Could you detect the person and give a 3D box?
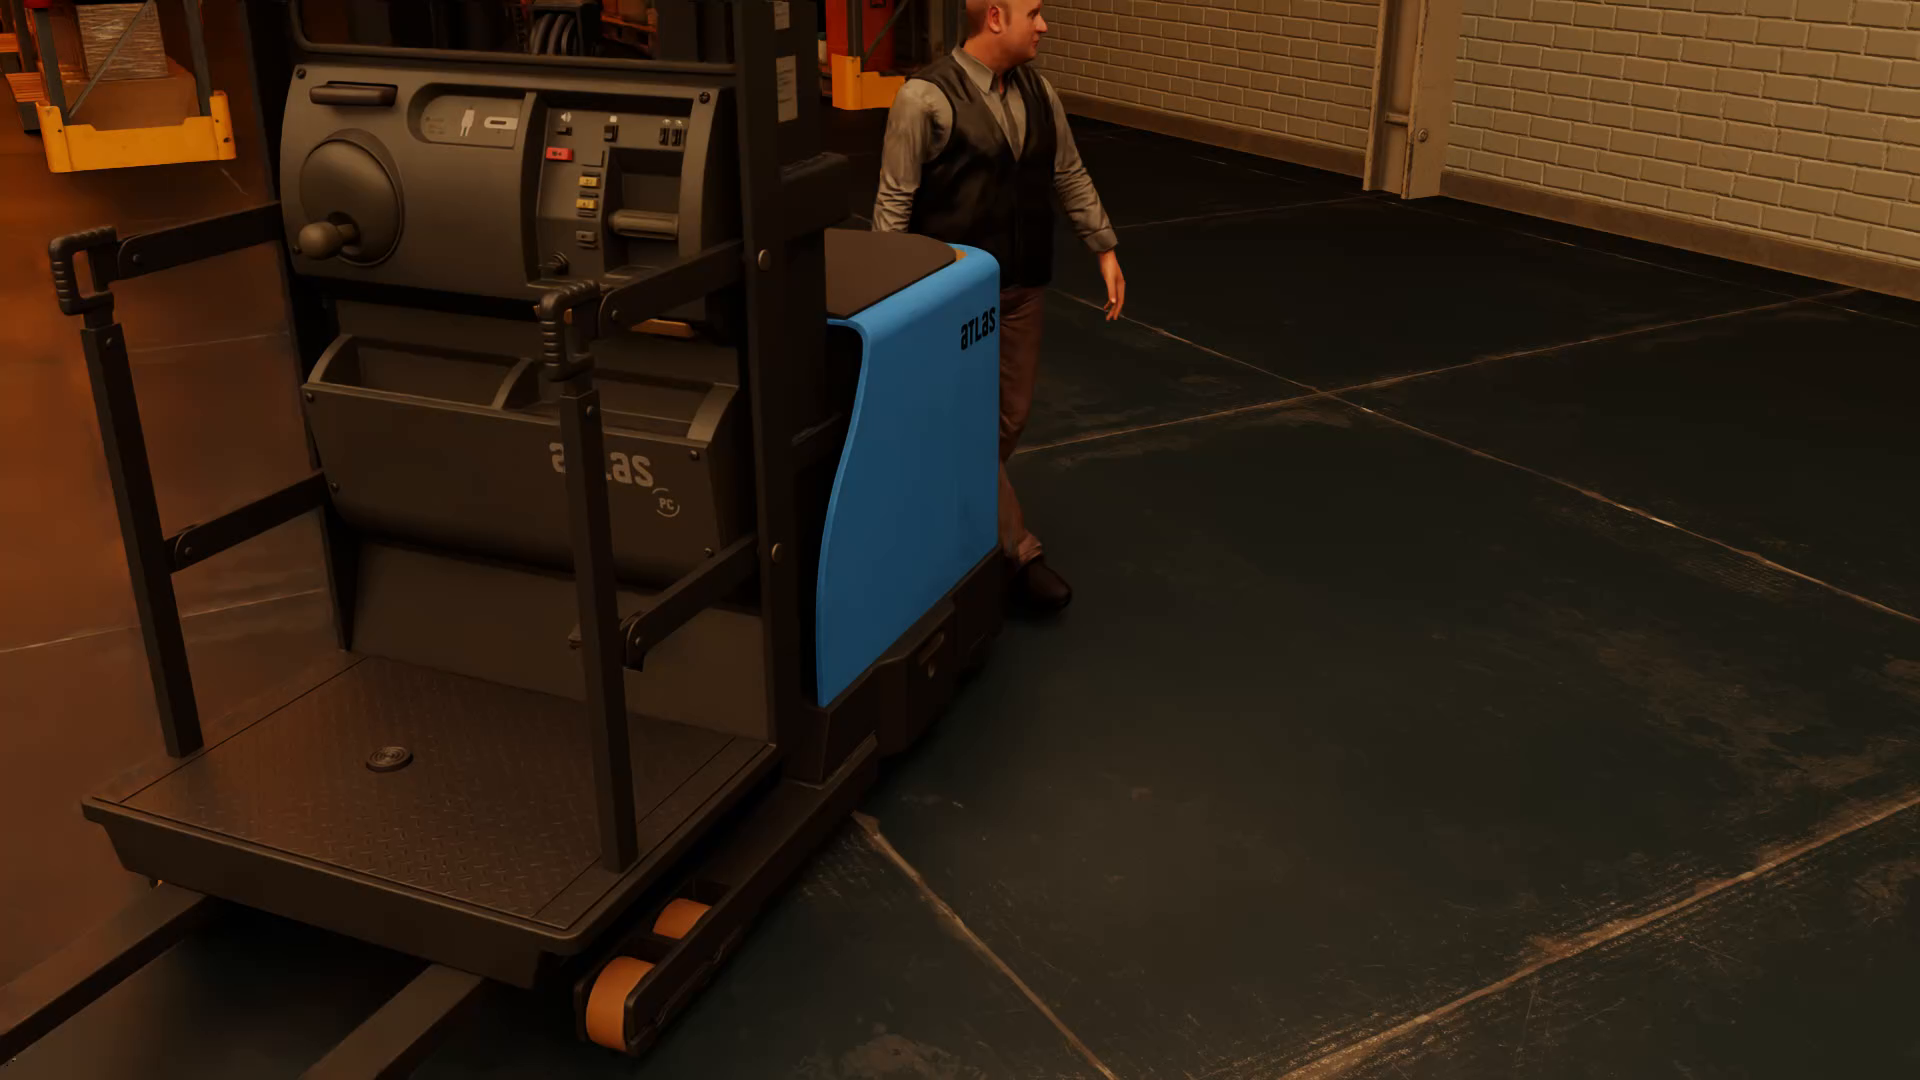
[{"bbox_3d":[0.133,-0.672,4.549,0.707,1.693,0.785,-17,28,-36],"label":"person"}]

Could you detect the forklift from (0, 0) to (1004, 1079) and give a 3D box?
[{"bbox_3d":[-0.930,-0.636,2.822,1.130,2.935,3.031,9,24,21],"label":"forklift"}]
